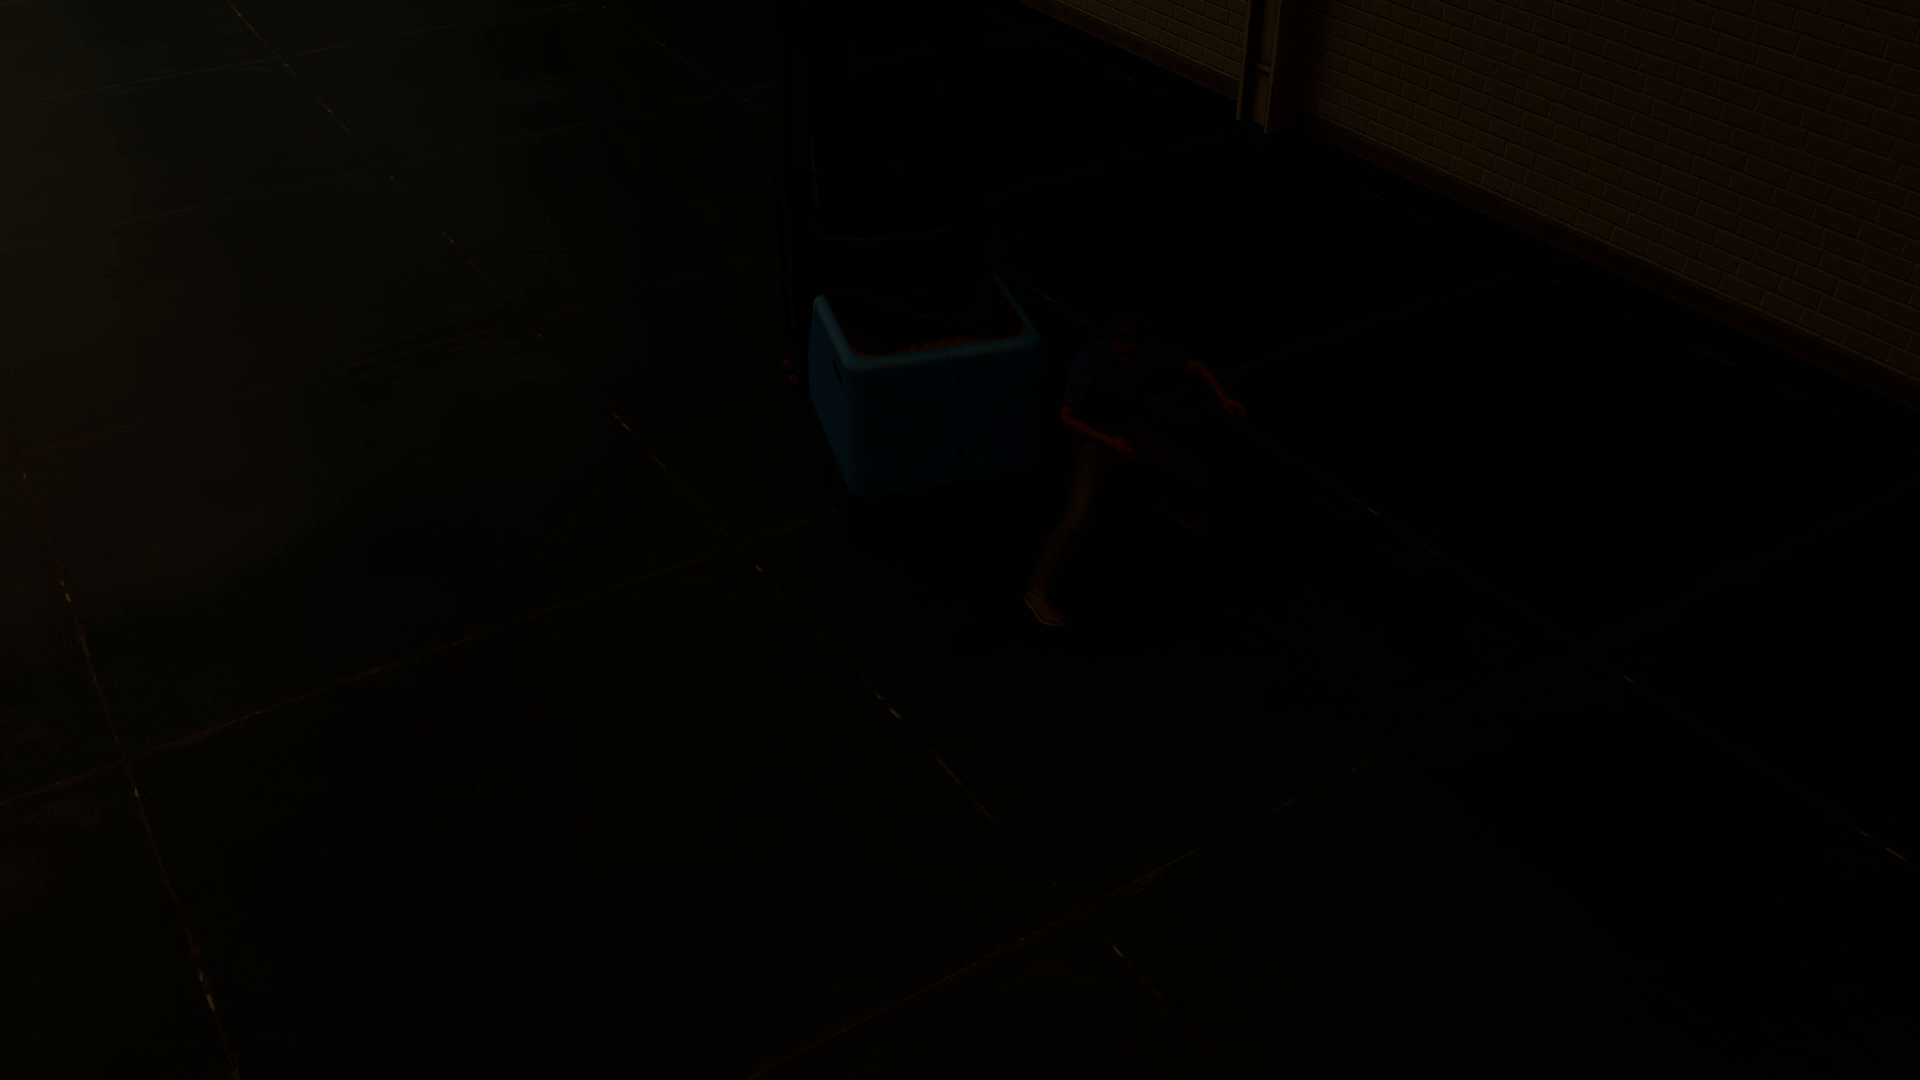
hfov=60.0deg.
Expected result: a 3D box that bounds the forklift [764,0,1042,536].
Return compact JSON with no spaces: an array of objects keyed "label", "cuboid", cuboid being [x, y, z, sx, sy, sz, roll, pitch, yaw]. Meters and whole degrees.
[{"label":"forklift","cuboid":[-0.471,-2.068,9.091,1.130,2.935,3.031,-9,36,-13]}]

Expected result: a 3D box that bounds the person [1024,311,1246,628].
[{"label":"person","cuboid":[0.836,-0.425,8.074,1.193,1.437,0.679,-13,37,-18]}]
